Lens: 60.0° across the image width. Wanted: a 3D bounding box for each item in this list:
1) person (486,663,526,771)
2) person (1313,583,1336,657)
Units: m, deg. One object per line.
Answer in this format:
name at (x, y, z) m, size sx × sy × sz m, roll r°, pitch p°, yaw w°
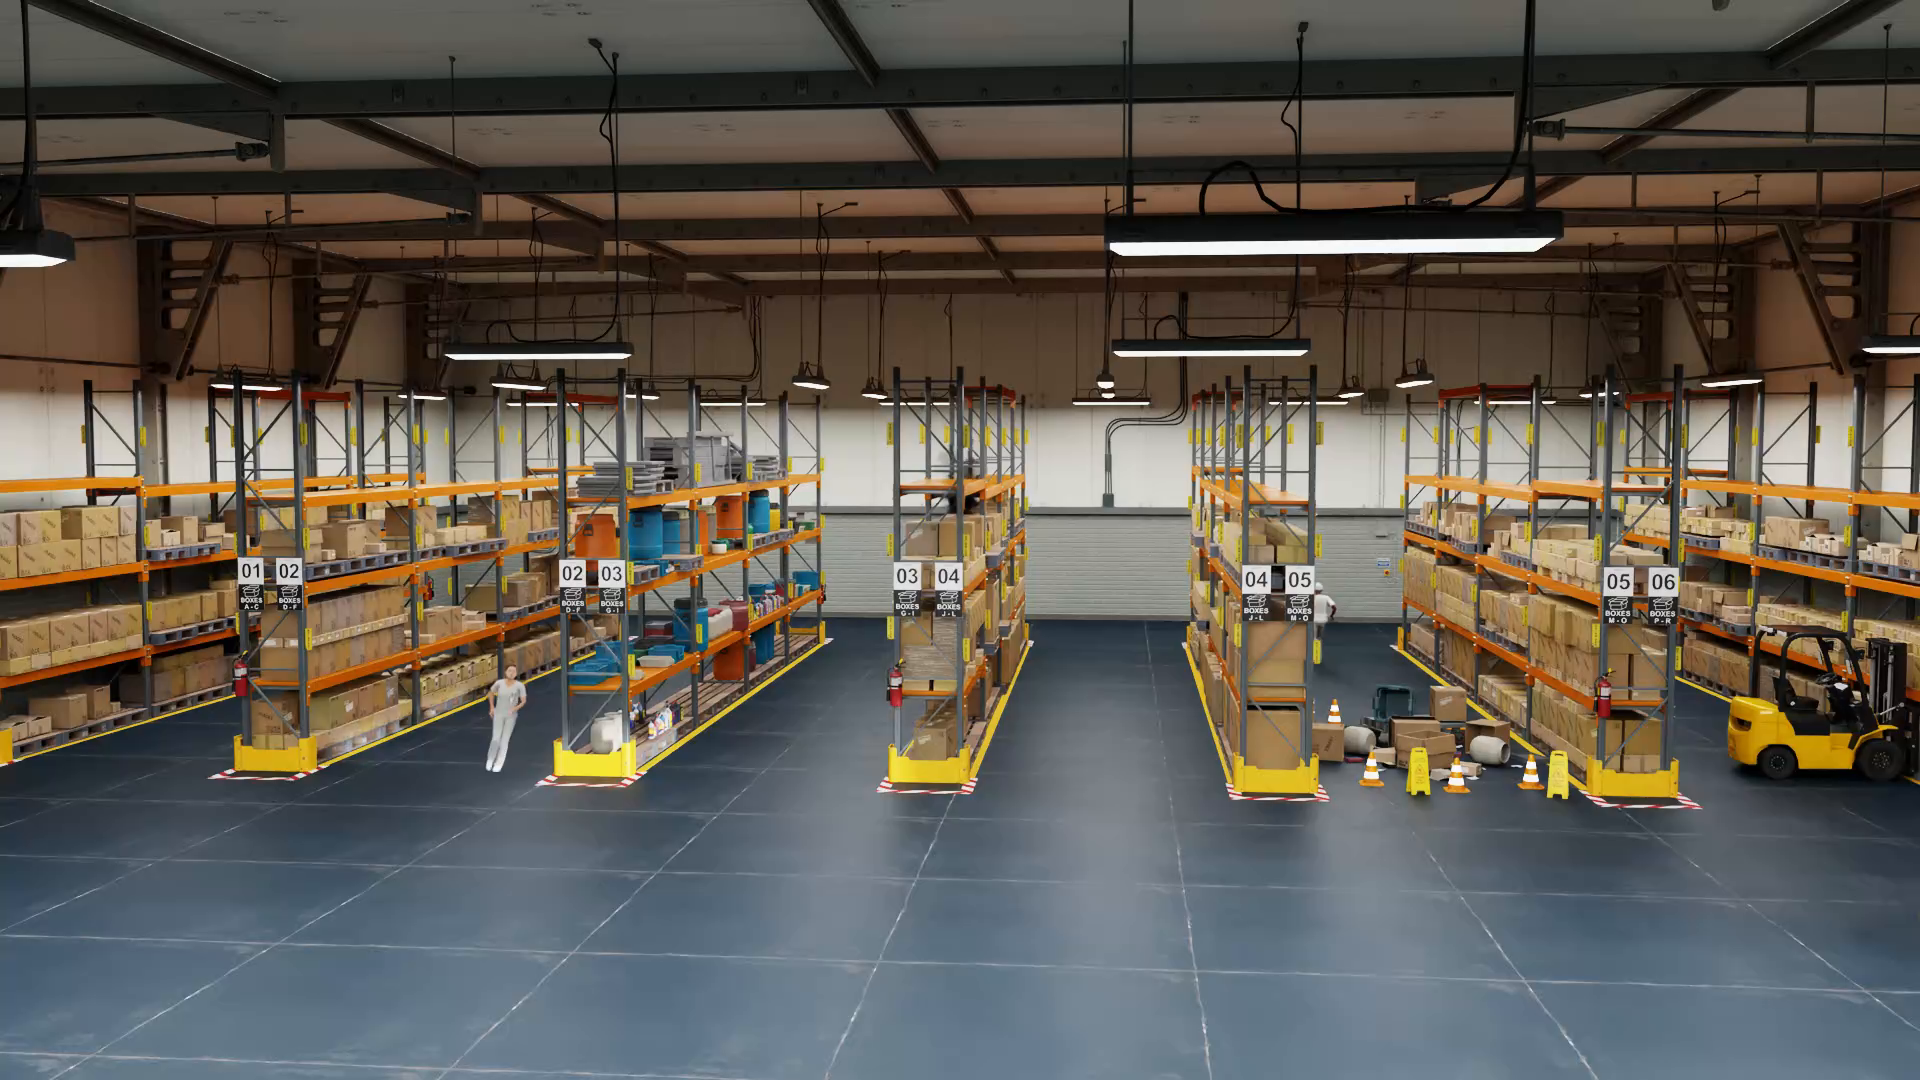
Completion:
person at (-6.778, 2.647, 24.810) m, size 0.607 × 1.623 × 0.542 m, roll -1°, pitch 4°, yaw -13°
person at (7.889, 1.812, 36.678) m, size 0.691 × 1.756 × 0.988 m, roll 0°, pitch 4°, yaw -3°
